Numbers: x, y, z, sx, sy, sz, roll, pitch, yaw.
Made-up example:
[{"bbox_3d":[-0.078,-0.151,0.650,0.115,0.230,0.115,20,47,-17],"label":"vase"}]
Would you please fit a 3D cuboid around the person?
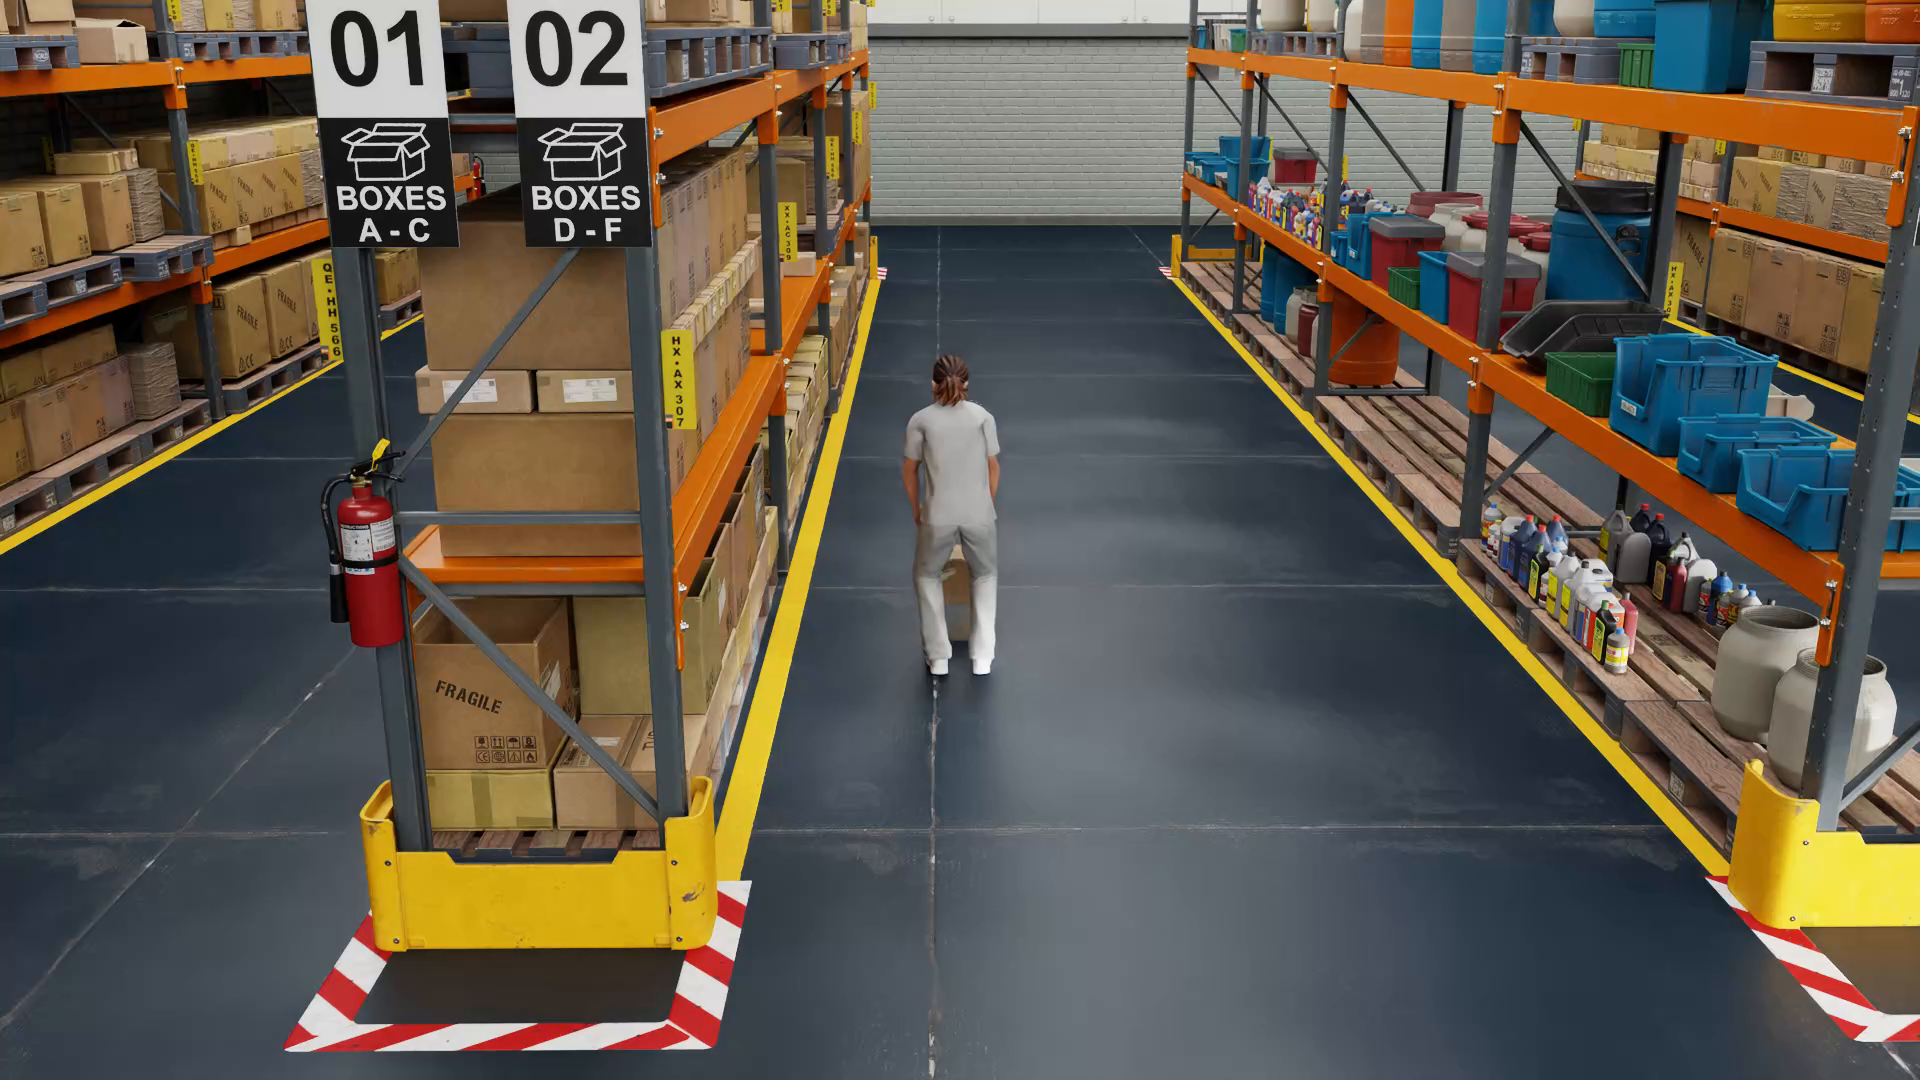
[{"bbox_3d":[-0.043,-0.114,8.135,0.478,1.556,0.489,0,17,-1],"label":"person"}]
